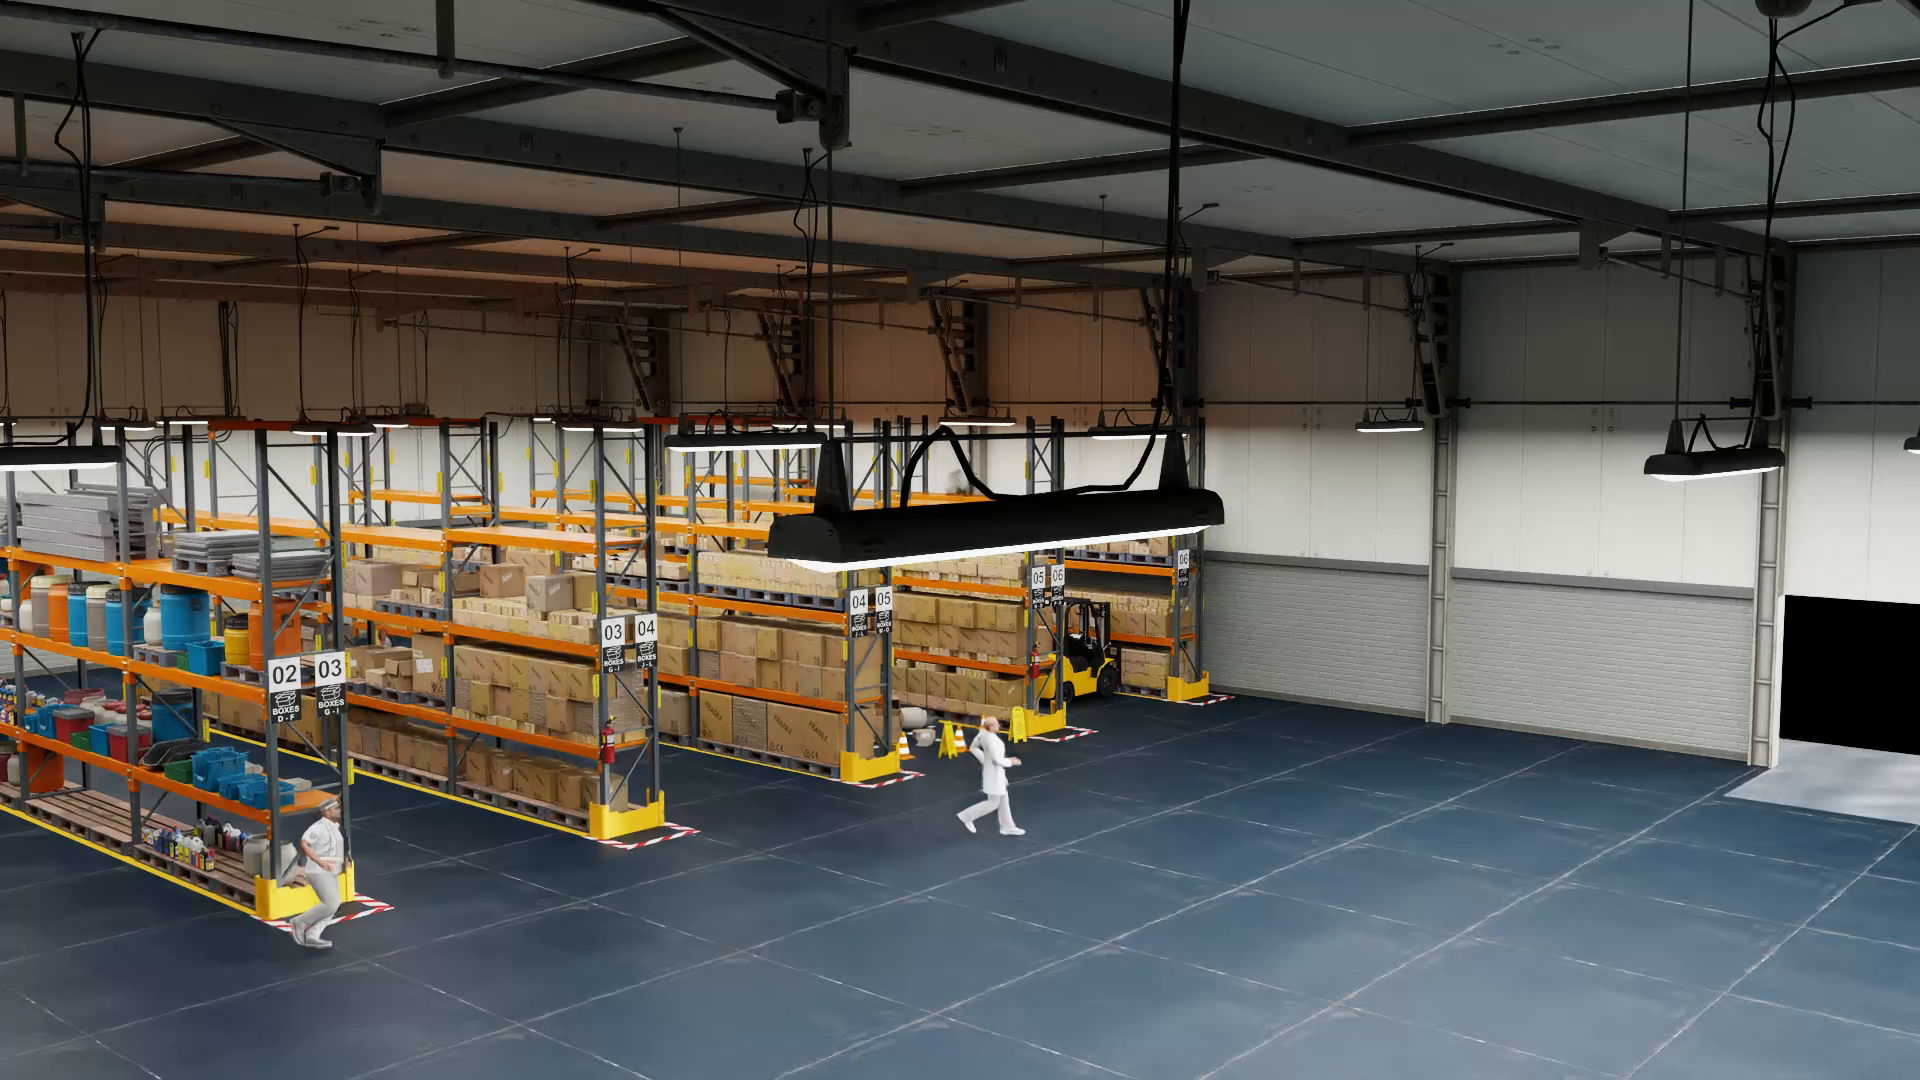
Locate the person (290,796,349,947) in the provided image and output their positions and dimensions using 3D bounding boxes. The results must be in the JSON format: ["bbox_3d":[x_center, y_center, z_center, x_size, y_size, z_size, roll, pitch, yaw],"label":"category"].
[{"bbox_3d":[-7.467,3.866,19.476,0.597,1.692,0.735,0,5,-2],"label":"person"}]

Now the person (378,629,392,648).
[{"bbox_3d":[-12.265,2.653,35.159,0.858,1.584,0.542,4,6,41],"label":"person"}]

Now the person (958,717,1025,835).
[{"bbox_3d":[0.453,3.433,24.127,1.024,1.764,0.718,-1,5,-13],"label":"person"}]

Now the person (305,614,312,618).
[{"bbox_3d":[-14.586,2.458,37.094,0.605,1.641,0.758,-2,5,-19],"label":"person"}]
